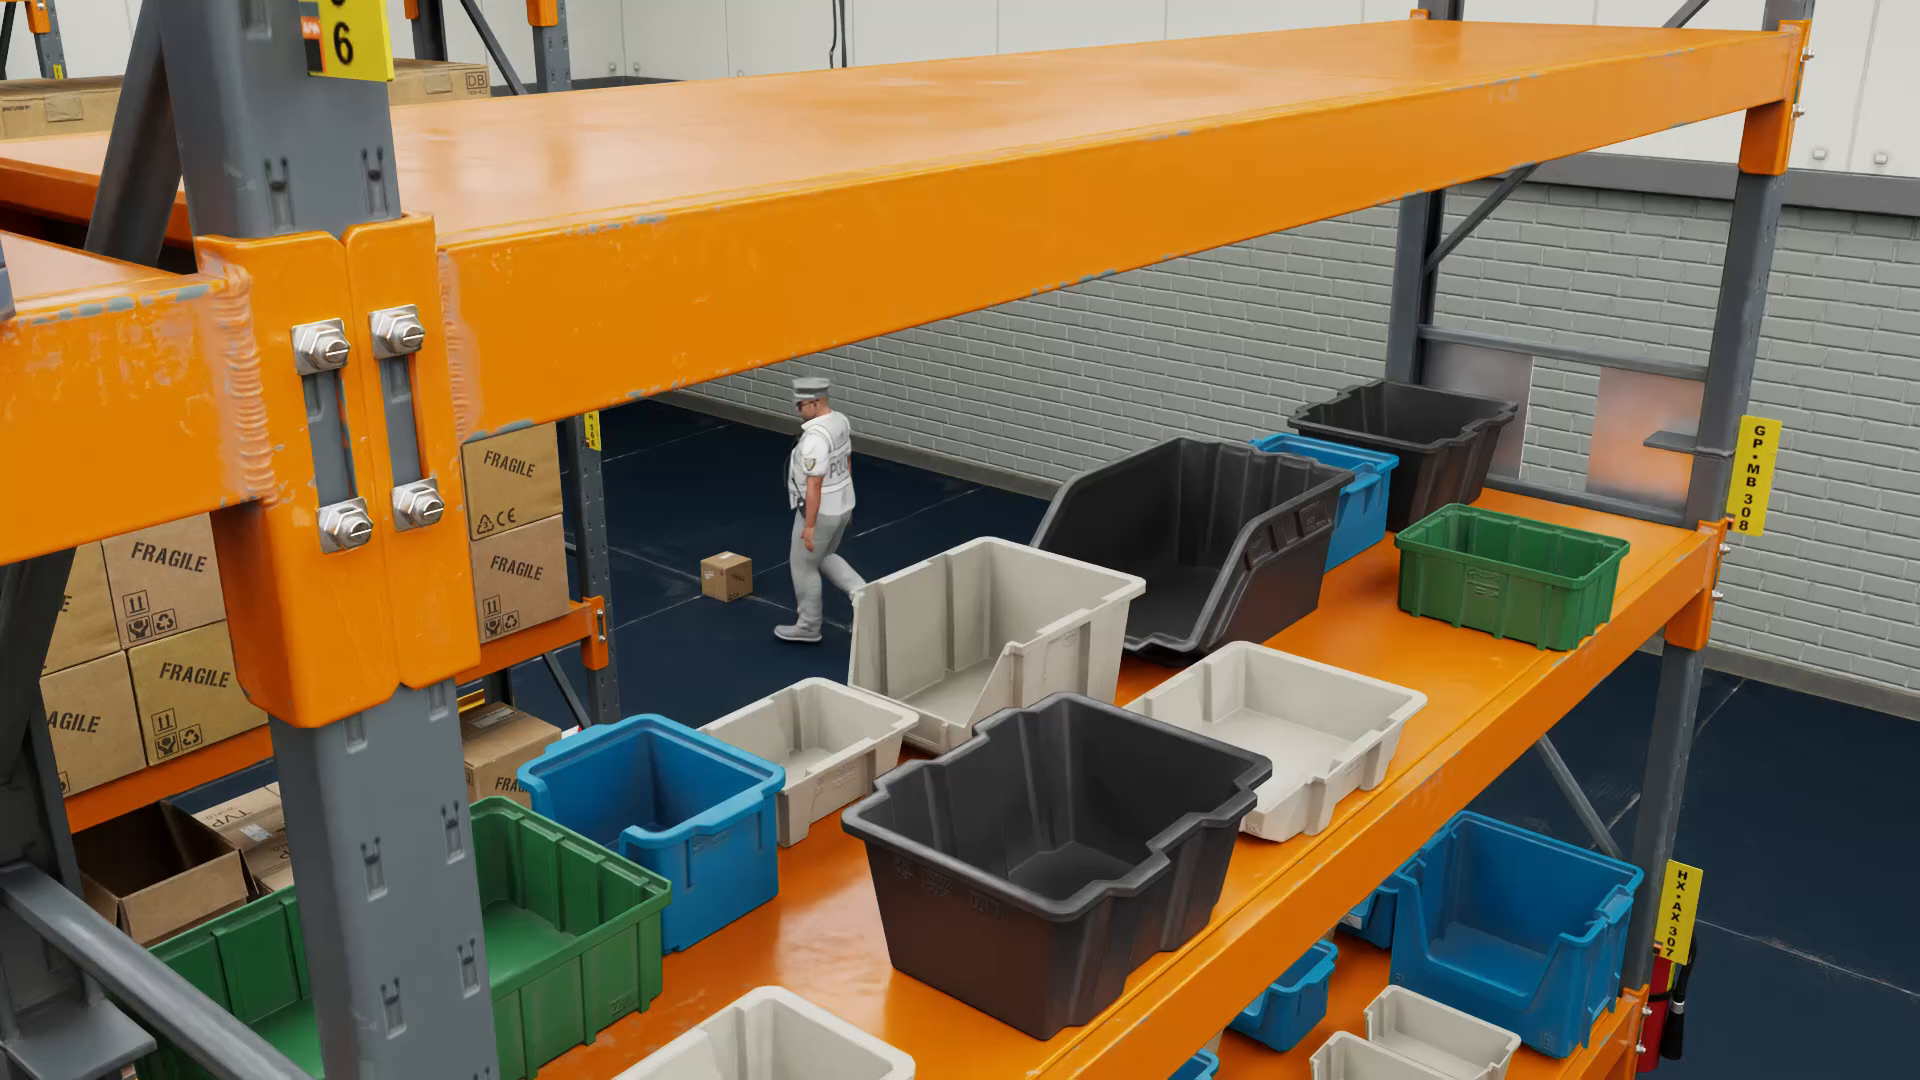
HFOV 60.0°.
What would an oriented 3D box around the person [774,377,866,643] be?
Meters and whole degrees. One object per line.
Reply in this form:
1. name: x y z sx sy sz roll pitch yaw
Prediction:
1. person: -0.861 -0.186 10.542 0.676 1.733 0.570 7 21 18
